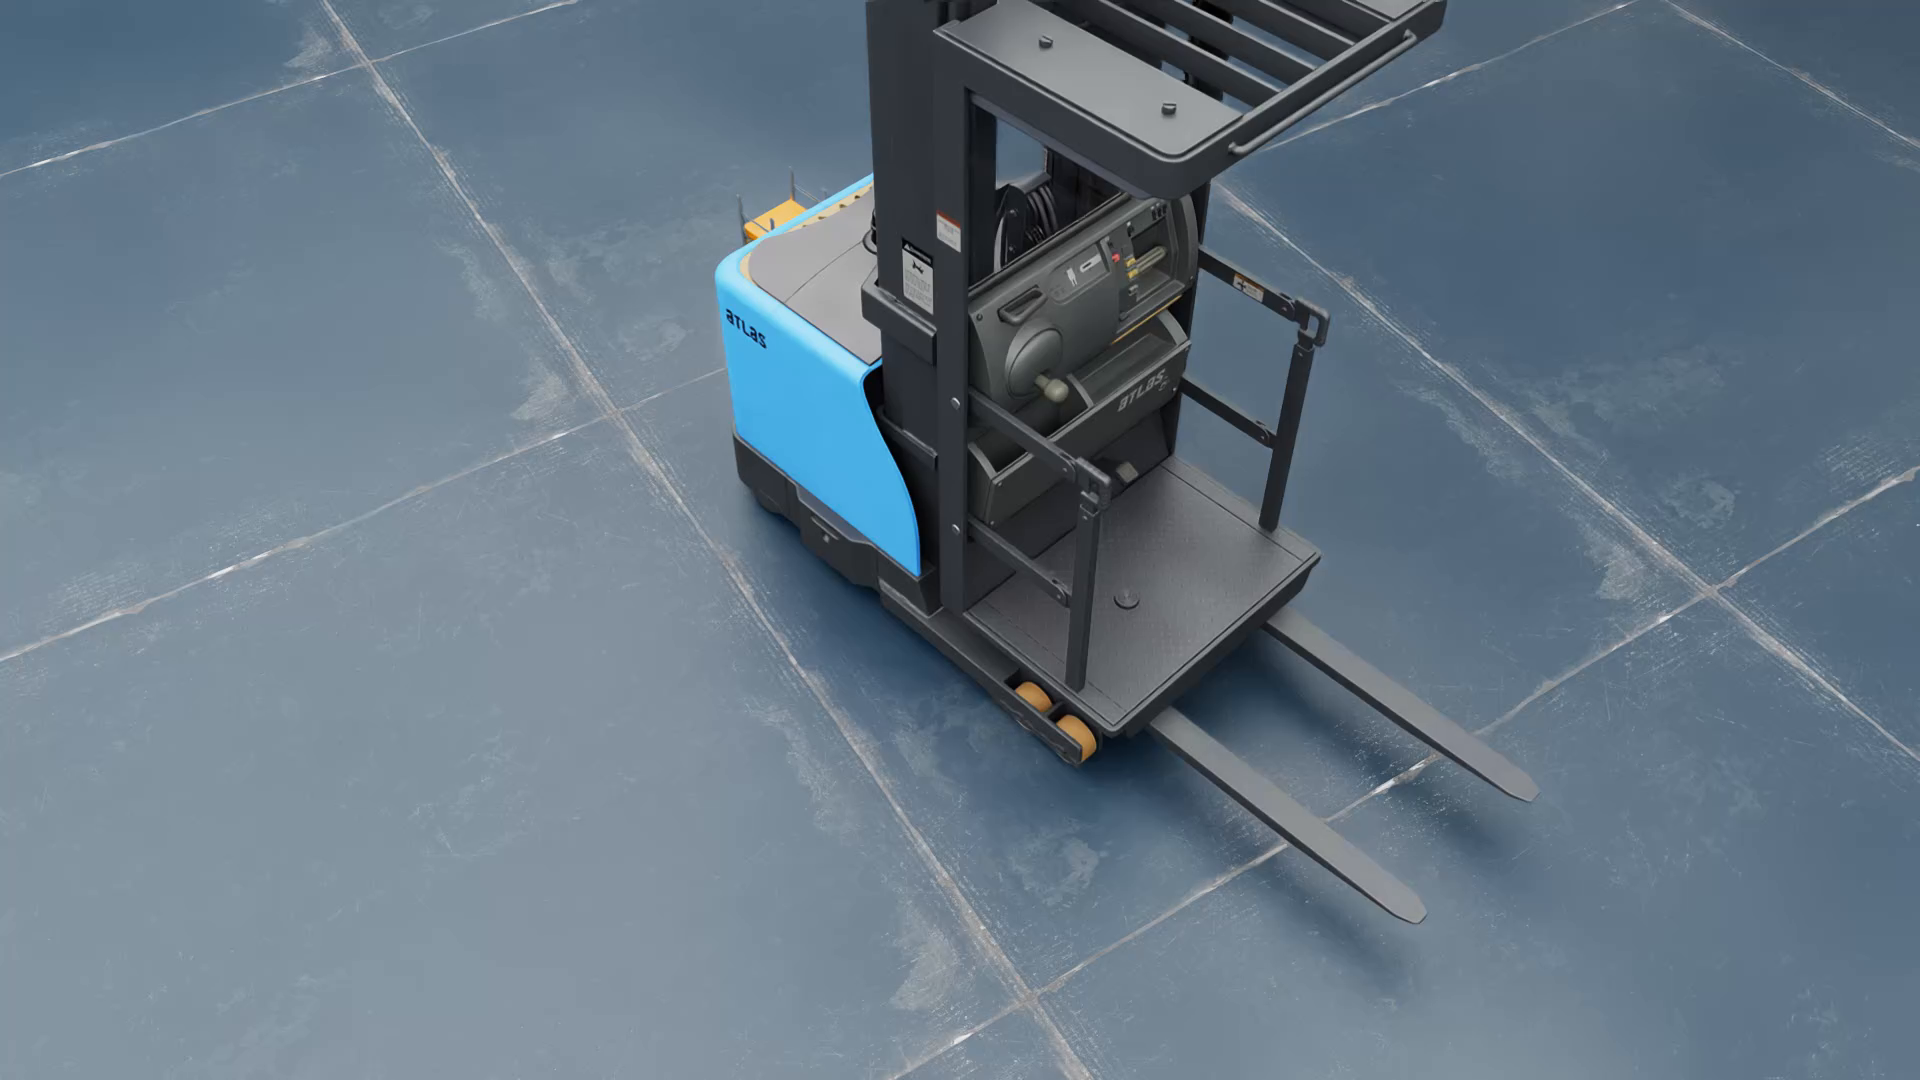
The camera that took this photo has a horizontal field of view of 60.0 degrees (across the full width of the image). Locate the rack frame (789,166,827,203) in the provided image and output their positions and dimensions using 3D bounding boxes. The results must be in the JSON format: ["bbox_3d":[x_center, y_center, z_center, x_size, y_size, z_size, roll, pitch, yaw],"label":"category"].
[{"bbox_3d":[-0.552,-0.957,6.399,0.008,1.050,0.200,-36,58,-28],"label":"rack frame"}]

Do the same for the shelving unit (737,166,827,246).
[{"bbox_3d":[-0.639,-0.893,6.343,0.252,1.050,0.215,-36,58,-28],"label":"shelving unit"}]

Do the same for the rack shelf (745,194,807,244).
[{"bbox_3d":[-0.639,-1.075,6.139,0.240,0.259,0.215,-36,58,-28],"label":"rack shelf"}]

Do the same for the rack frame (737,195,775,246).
[{"bbox_3d":[-0.726,-0.830,6.286,0.008,1.050,0.200,-36,58,-28],"label":"rack frame"}]

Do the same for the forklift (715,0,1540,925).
[{"bbox_3d":[0.536,-0.666,4.880,1.130,2.935,3.031,-36,58,-28],"label":"forklift"}]
